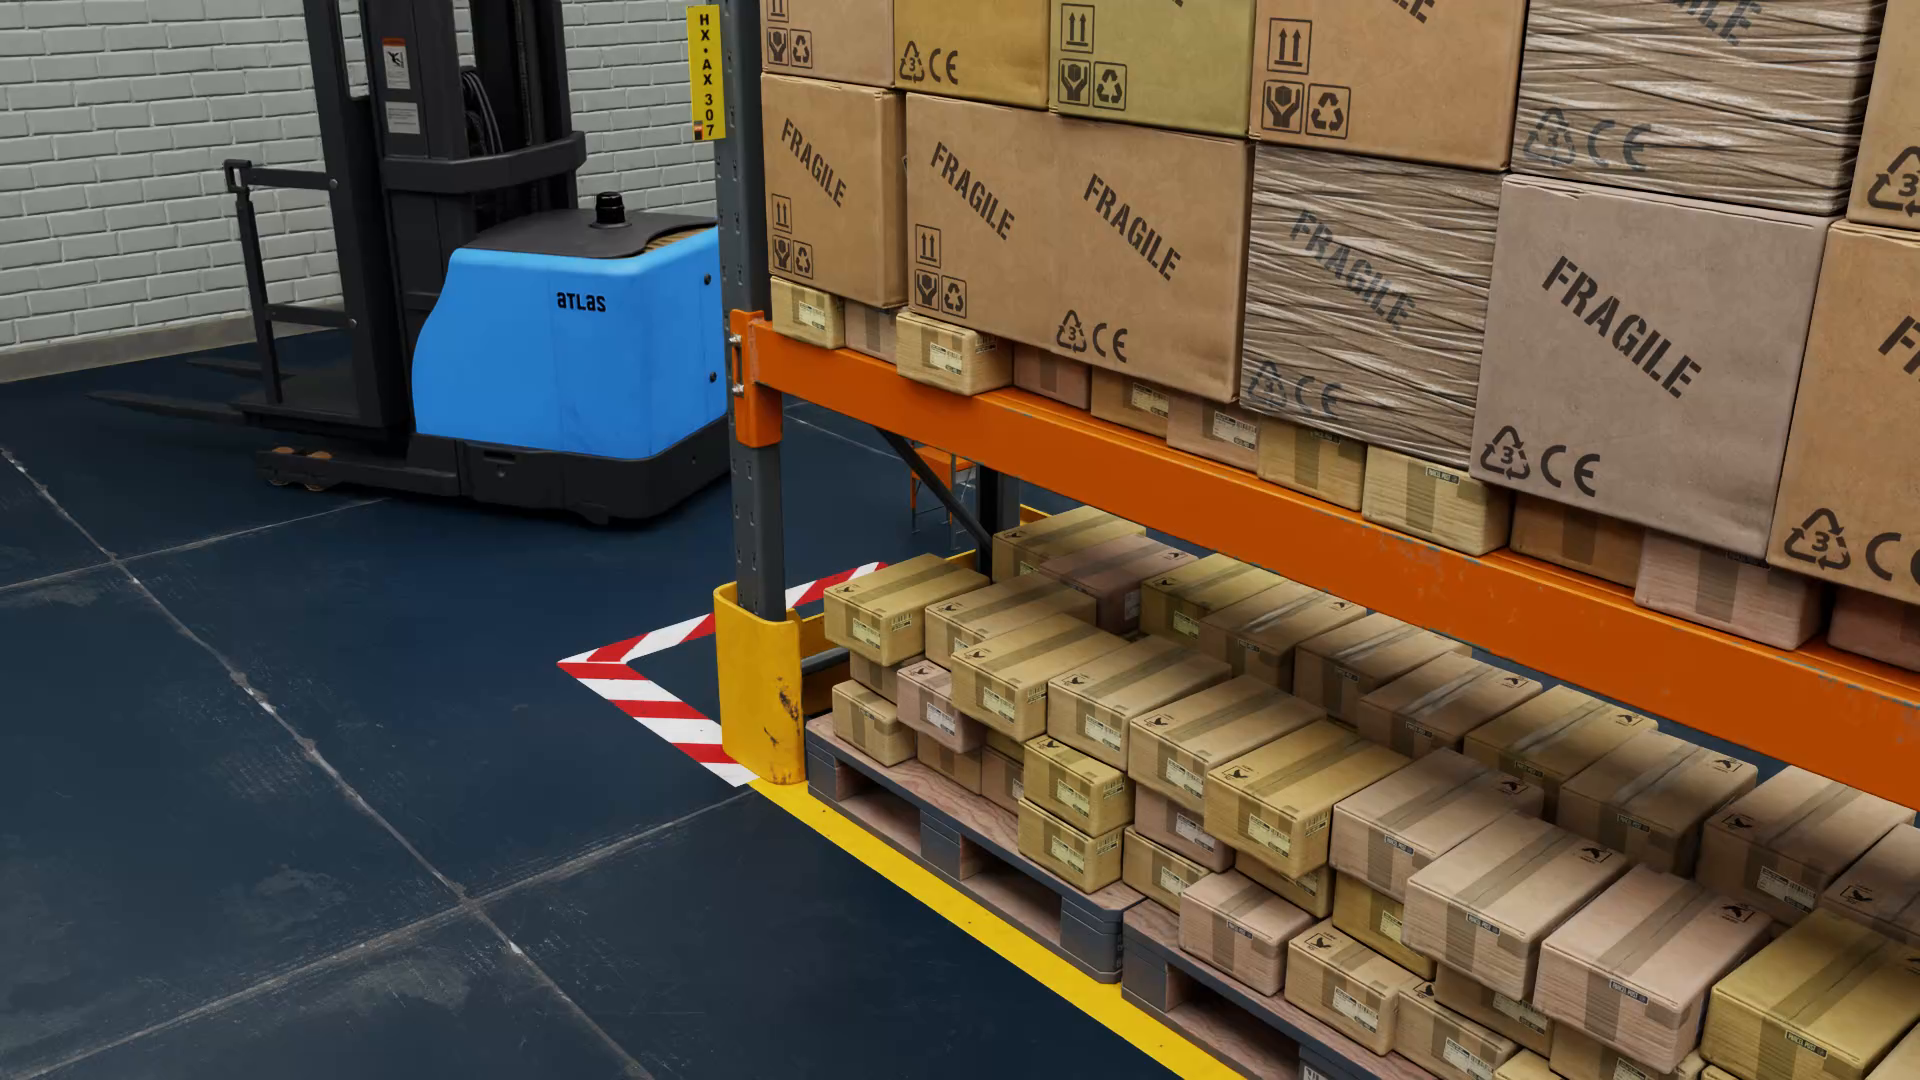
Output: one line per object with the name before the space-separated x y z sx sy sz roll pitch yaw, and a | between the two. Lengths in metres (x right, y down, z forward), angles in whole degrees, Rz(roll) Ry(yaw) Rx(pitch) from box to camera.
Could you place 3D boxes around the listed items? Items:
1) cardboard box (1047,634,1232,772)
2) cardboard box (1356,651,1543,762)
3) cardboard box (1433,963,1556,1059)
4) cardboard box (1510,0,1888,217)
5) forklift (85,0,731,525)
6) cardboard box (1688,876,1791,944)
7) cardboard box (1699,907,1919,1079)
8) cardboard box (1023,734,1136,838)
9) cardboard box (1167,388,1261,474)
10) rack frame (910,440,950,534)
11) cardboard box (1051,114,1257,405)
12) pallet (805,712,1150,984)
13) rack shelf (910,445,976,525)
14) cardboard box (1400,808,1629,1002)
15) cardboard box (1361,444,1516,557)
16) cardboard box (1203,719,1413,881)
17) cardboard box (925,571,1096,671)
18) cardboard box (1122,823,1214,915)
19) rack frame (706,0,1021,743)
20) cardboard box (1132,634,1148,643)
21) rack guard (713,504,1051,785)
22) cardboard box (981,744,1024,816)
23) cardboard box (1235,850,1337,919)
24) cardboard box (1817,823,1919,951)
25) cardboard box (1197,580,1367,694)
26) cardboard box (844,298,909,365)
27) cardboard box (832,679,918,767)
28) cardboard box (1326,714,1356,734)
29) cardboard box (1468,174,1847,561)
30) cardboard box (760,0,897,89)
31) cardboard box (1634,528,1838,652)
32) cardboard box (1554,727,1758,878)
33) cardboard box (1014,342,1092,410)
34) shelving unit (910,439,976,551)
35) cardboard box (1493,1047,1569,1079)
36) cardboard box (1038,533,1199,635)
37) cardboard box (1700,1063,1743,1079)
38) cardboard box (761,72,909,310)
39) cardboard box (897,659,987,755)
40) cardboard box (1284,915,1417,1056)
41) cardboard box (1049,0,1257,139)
cardboard box | 0.424 0.378 3.924 0.380 0.149 0.250 -19 28 -40
cardboard box | 1.126 0.413 3.835 0.380 0.149 0.250 -19 28 -39
cardboard box | 1.136 0.809 3.231 0.380 0.149 0.250 -19 28 -40
cardboard box | 1.211 -0.797 2.489 0.500 0.500 0.500 -17 27 -36
forklift | -2.447 -1.740 6.907 3.031 2.935 1.130 8 23 19
cardboard box | 1.638 0.759 3.359 0.380 0.149 0.250 -16 26 -35
cardboard box | 1.483 0.806 2.831 0.380 0.149 0.250 -16 27 -36
cardboard box | 0.372 0.532 3.937 0.380 0.149 0.250 -16 27 -36
cardboard box | 0.643 -0.273 3.411 0.380 0.149 0.250 -18 28 -38
rack frame | -0.115 -0.537 6.416 0.200 1.050 0.008 -17 27 -37
cardboard box | 0.539 -0.614 3.395 0.500 0.500 0.500 -17 27 -37
pallet | 0.329 0.653 4.527 1.003 0.211 1.213 -17 27 -37
rack shelf | -0.035 -0.235 6.436 0.215 0.259 0.240 -17 27 -37
cardboard box | 1.051 0.682 3.148 0.380 0.149 0.250 -19 28 -39
cardboard box | 0.949 -0.115 3.010 0.380 0.149 0.250 -17 27 -36
cardboard box | 0.735 0.540 3.509 0.380 0.149 0.250 -17 27 -37
cardboard box | 0.132 0.229 4.304 0.380 0.149 0.250 -17 27 -36
cardboard box | 0.599 0.718 3.871 0.380 0.149 0.250 -17 27 -37
rack frame | -0.224 -0.899 4.667 1.000 3.000 0.127 -17 27 -37
cardboard box | 0.678 0.315 4.492 0.380 0.149 0.250 -19 28 -40
rack guard | -0.174 0.286 5.069 1.175 0.500 0.348 -17 27 -37
cardboard box | 0.276 0.573 4.240 0.380 0.149 0.250 -17 27 -37
cardboard box | 0.825 0.648 3.642 0.380 0.149 0.250 -16 26 -35
cardboard box | 1.795 0.701 3.098 0.380 0.149 0.250 -18 28 -39
cardboard box | 0.821 0.253 4.244 0.380 0.149 0.250 -19 28 -39
cardboard box | -0.063 -0.554 4.131 0.380 0.149 0.250 -16 27 -36
cardboard box | -0.124 0.454 4.546 0.380 0.149 0.250 -17 27 -36
cardboard box | 1.025 0.455 4.134 0.380 0.149 0.250 -17 27 -37
cardboard box | 1.196 -0.327 2.661 0.500 0.500 0.500 -18 27 -38
cardboard box | -0.132 -1.363 3.934 0.500 0.500 0.500 -18 27 -38
cardboard box | 1.294 0.021 2.661 0.380 0.149 0.250 -19 28 -40
cardboard box | 1.450 0.556 3.469 0.380 0.149 0.250 -19 28 -40
cardboard box | 0.345 -0.428 3.809 0.380 0.149 0.250 -16 26 -35
shelving unit | -0.035 -0.504 6.330 0.215 1.050 0.252 -17 27 -37
cardboard box | 1.198 1.025 3.088 0.380 0.149 0.250 -18 27 -38
cardboard box | 0.434 0.125 4.570 0.380 0.149 0.250 -17 27 -36
cardboard box | 1.477 0.954 2.862 0.380 0.149 0.250 -17 27 -37
cardboard box | -0.140 -0.895 4.110 0.500 0.500 0.500 -16 26 -35
cardboard box | 0.060 0.389 4.303 0.380 0.149 0.250 -18 27 -38
cardboard box | 0.896 0.878 3.463 0.380 0.149 0.250 -17 27 -37
cardboard box | 0.525 -1.076 3.202 0.500 0.500 0.500 -18 28 -39
